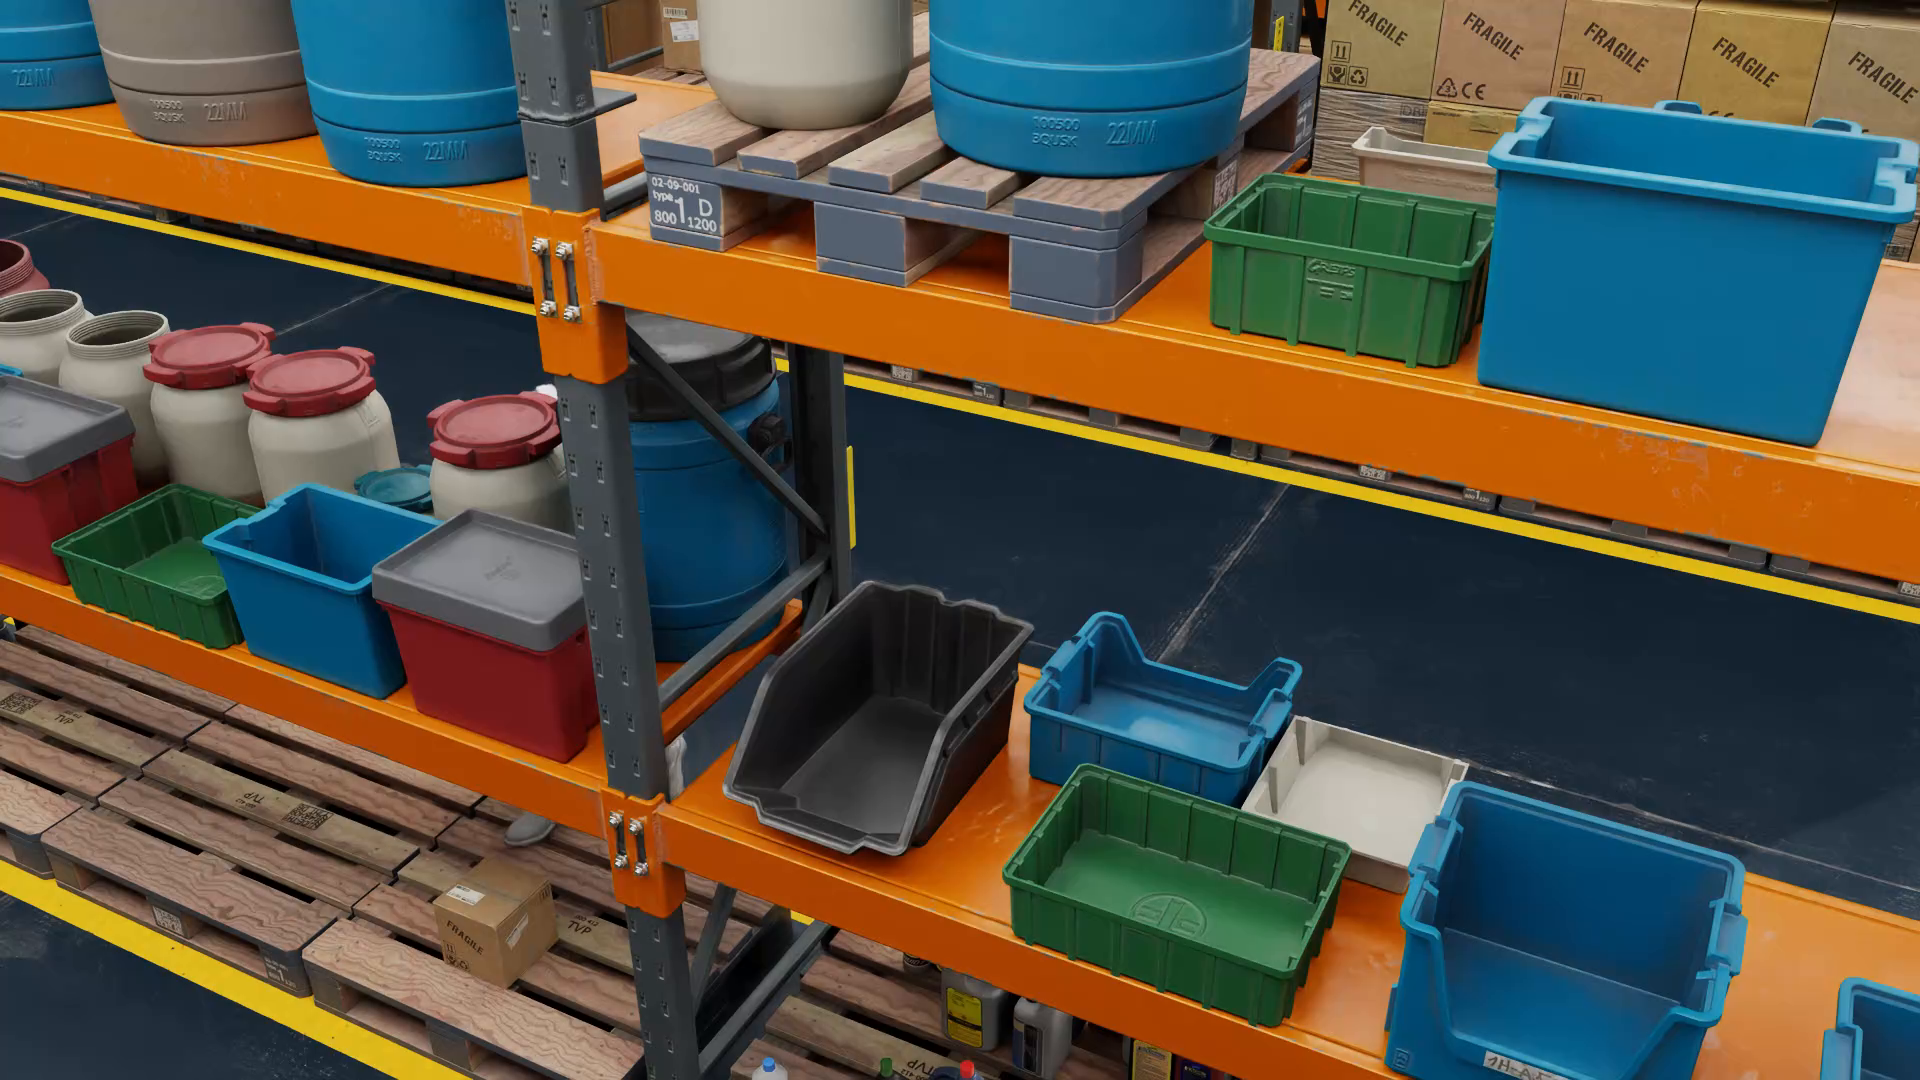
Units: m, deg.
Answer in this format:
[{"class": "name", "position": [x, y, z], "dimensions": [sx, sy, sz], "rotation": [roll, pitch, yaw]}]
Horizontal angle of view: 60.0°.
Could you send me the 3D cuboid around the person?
[{"class": "person", "position": [-1.297, 0.305, 5.532], "dimensions": [0.617, 1.706, 0.734], "rotation": [12, 32, 20]}]
